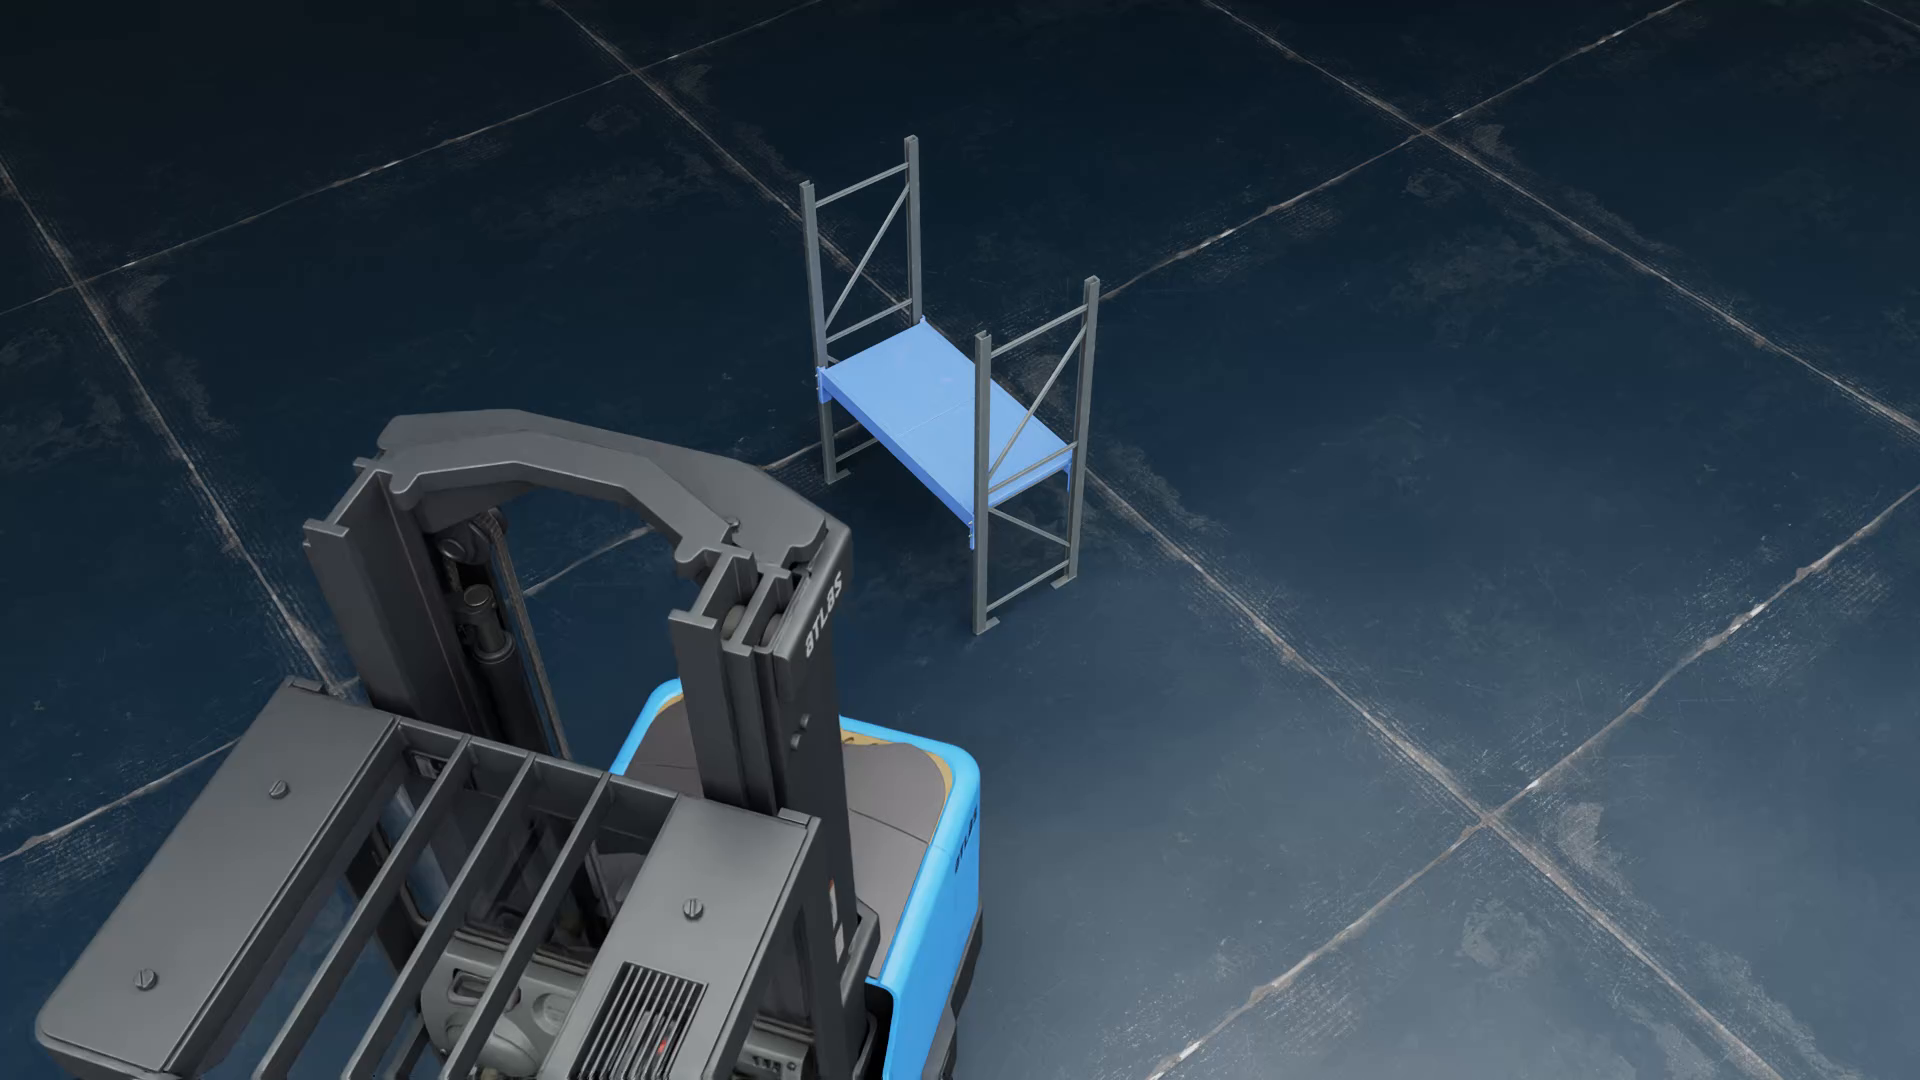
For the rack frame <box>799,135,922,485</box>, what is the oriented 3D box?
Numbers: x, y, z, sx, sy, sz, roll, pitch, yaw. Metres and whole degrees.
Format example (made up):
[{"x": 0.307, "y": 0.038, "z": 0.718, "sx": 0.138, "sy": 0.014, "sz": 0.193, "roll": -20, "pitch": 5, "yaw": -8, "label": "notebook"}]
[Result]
[{"x": -0.359, "y": -0.854, "z": 6.511, "sx": 0.500, "sy": 1.500, "sz": 0.032, "roll": -29, "pitch": 54, "yaw": -24, "label": "rack frame"}]

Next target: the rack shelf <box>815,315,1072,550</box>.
[{"x": -0.052, "y": -0.433, "z": 6.372, "sx": 0.538, "sy": 0.185, "sz": 1.000, "roll": -29, "pitch": 54, "yaw": -24, "label": "rack shelf"}]

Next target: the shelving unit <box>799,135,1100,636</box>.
[{"x": -0.052, "y": -0.554, "z": 6.239, "sx": 0.538, "sy": 1.500, "sz": 1.048, "roll": -29, "pitch": 54, "yaw": -24, "label": "shelving unit"}]

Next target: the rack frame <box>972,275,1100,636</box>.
[{"x": 0.256, "y": -0.254, "z": 5.967, "sx": 0.500, "sy": 1.500, "sz": 0.032, "roll": -29, "pitch": 54, "yaw": -24, "label": "rack frame"}]

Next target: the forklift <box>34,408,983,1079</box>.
[{"x": -0.853, "y": 1.279, "z": 3.611, "sx": 1.130, "sy": 2.935, "sz": 3.031, "roll": 13, "pitch": 49, "yaw": 12, "label": "forklift"}]
